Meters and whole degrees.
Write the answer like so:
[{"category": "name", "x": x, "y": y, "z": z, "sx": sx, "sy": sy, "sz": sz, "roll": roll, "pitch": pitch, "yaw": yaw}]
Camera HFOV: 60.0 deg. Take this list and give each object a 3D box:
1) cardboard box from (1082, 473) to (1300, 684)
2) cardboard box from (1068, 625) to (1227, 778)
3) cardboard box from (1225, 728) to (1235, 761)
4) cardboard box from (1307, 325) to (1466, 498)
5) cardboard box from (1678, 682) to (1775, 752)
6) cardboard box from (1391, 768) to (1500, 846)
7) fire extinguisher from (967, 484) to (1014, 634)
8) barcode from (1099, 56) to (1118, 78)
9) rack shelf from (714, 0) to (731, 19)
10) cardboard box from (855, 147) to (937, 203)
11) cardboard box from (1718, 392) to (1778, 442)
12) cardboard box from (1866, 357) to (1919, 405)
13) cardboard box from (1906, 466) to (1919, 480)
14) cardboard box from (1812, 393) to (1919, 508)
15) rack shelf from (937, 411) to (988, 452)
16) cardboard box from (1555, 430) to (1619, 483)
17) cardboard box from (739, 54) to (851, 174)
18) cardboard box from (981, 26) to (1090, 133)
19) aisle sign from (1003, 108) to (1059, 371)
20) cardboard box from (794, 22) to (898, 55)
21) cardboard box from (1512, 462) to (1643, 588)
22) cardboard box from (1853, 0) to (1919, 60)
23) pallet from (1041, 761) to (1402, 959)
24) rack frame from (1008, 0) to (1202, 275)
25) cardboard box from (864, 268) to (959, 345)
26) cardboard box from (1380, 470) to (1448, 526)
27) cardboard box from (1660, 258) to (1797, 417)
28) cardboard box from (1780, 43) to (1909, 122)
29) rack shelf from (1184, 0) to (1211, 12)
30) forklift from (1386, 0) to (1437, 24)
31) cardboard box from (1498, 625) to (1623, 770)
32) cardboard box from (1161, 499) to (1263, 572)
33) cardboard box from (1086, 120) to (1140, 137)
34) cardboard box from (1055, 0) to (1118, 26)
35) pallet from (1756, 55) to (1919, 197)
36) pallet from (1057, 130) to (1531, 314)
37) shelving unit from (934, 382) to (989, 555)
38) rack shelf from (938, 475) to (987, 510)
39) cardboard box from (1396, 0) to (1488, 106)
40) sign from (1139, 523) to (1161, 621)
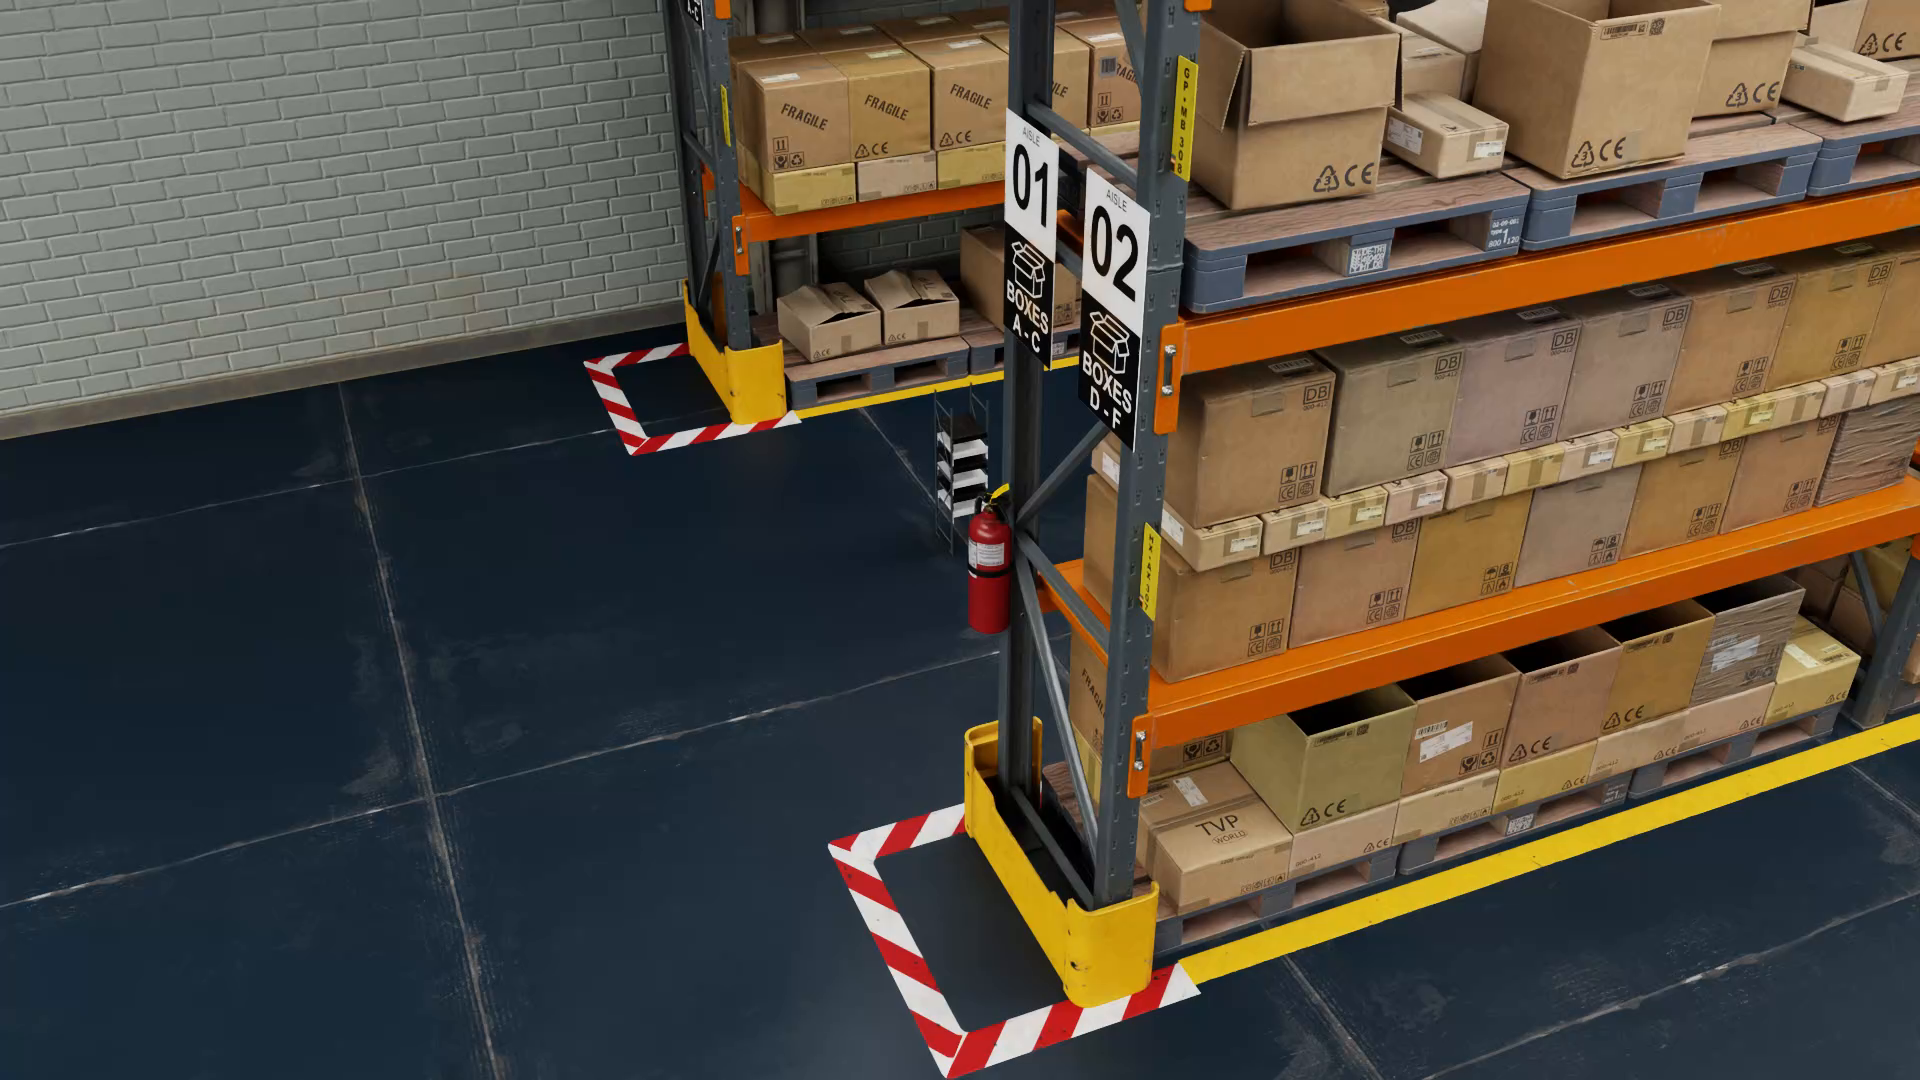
[{"category": "cardboard box", "x": 0.842, "y": 0.086, "z": 6.194, "sx": 0.500, "sy": 0.500, "sz": 0.700, "roll": -13, "pitch": 35, "yaw": -19}, {"category": "cardboard box", "x": 0.785, "y": 0.619, "z": 6.914, "sx": 0.500, "sy": 0.500, "sz": 0.500, "roll": -13, "pitch": 35, "yaw": -19}, {"category": "cardboard box", "x": 1.243, "y": 0.823, "z": 7.288, "sx": 0.500, "sy": 0.250, "sz": 0.500, "roll": -13, "pitch": 35, "yaw": -19}, {"category": "cardboard box", "x": 1.373, "y": -0.583, "z": 6.032, "sx": 0.500, "sy": 0.500, "sz": 0.700, "roll": -14, "pitch": 36, "yaw": -20}, {"category": "cardboard box", "x": 3.287, "y": 0.661, "z": 7.538, "sx": 0.500, "sy": 0.250, "sz": 0.500, "roll": -13, "pitch": 35, "yaw": -19}, {"category": "cardboard box", "x": 1.908, "y": 0.983, "z": 7.044, "sx": 0.500, "sy": 0.250, "sz": 0.500, "roll": -13, "pitch": 35, "yaw": -19}, {"category": "fire extinguisher", "x": 0.117, "y": 0.044, "z": 6.421, "sx": 0.183, "sy": 0.674, "sz": 0.296, "roll": -13, "pitch": 35, "yaw": -19}, {"category": "barcode", "x": 0.498, "y": -1.587, "z": 5.574, "sx": 0.075, "sy": 0.075, "sz": 0.001, "roll": -13, "pitch": 35, "yaw": -19}, {"category": "rack shelf", "x": 0.329, "y": -3.648, "z": 9.933, "sx": 4.000, "sy": 0.370, "sz": 1.077, "roll": -13, "pitch": 35, "yaw": -19}, {"category": "cardboard box", "x": -0.469, "y": -2.276, "z": 10.034, "sx": 0.500, "sy": 0.250, "sz": 0.500, "roll": -14, "pitch": 36, "yaw": -20}, {"category": "cardboard box", "x": 2.988, "y": -0.559, "z": 6.590, "sx": 0.250, "sy": 0.149, "sz": 0.380, "roll": -13, "pitch": 35, "yaw": -19}, {"category": "cardboard box", "x": 3.698, "y": -0.722, "z": 6.840, "sx": 0.250, "sy": 0.149, "sz": 0.380, "roll": -14, "pitch": 35, "yaw": -20}, {"category": "cardboard box", "x": 4.834, "y": -0.226, "z": 8.386, "sx": 0.500, "sy": 0.311, "sz": 0.500, "roll": -12, "pitch": 35, "yaw": -18}, {"category": "cardboard box", "x": 3.688, "y": -0.569, "z": 7.201, "sx": 0.500, "sy": 0.500, "sz": 0.700, "roll": -14, "pitch": 36, "yaw": -20}, {"category": "rack shelf", "x": 0.008, "y": -0.577, "z": 8.796, "sx": 0.200, "sy": 0.077, "sz": 0.258, "roll": -13, "pitch": 35, "yaw": -19}, {"category": "cardboard box", "x": 2.269, "y": -0.392, "z": 6.334, "sx": 0.250, "sy": 0.149, "sz": 0.380, "roll": -13, "pitch": 35, "yaw": -18}, {"category": "cardboard box", "x": -0.958, "y": -2.480, "z": 9.660, "sx": 0.500, "sy": 0.500, "sz": 0.500, "roll": -13, "pitch": 35, "yaw": -19}, {"category": "cardboard box", "x": 0.451, "y": -2.800, "z": 10.152, "sx": 0.500, "sy": 0.500, "sz": 0.500, "roll": -12, "pitch": 35, "yaw": -17}, {"category": "aisle sign", "x": 0.232, "y": -1.003, "z": 5.576, "sx": 0.004, "sy": 0.787, "sz": 0.394, "roll": -13, "pitch": 35, "yaw": -19}, {"category": "cardboard box", "x": -0.695, "y": -2.838, "z": 10.210, "sx": 0.500, "sy": 0.500, "sz": 0.500, "roll": -12, "pitch": 35, "yaw": -18}, {"category": "cardboard box", "x": 2.268, "y": -0.242, "z": 6.698, "sx": 0.500, "sy": 0.500, "sz": 0.700, "roll": -12, "pitch": 35, "yaw": -18}, {"category": "cardboard box", "x": 3.528, "y": -2.184, "z": 6.419, "sx": 0.500, "sy": 0.500, "sz": 0.500, "roll": -10, "pitch": 34, "yaw": -15}, {"category": "pallet", "x": 1.095, "y": 1.206, "z": 7.120, "sx": 1.213, "sy": 0.211, "sz": 1.003, "roll": -13, "pitch": 35, "yaw": -19}, {"category": "rack frame", "x": 0.406, "y": -2.294, "z": 4.443, "sx": 0.127, "sy": 3.000, "sz": 1.000, "roll": -13, "pitch": 35, "yaw": -19}, {"category": "cardboard box", "x": -0.316, "y": -1.549, "z": 10.860, "sx": 0.500, "sy": 0.311, "sz": 0.500, "roll": -10, "pitch": 34, "yaw": -15}, {"category": "cardboard box", "x": 1.558, "y": -0.229, "z": 6.084, "sx": 0.250, "sy": 0.149, "sz": 0.380, "roll": -13, "pitch": 35, "yaw": -20}, {"category": "cardboard box", "x": 2.760, "y": -0.900, "z": 6.520, "sx": 0.500, "sy": 0.500, "sz": 0.700, "roll": -13, "pitch": 35, "yaw": -19}, {"category": "cardboard box", "x": 3.088, "y": -1.619, "z": 5.872, "sx": 0.250, "sy": 0.149, "sz": 0.380, "roll": -13, "pitch": 35, "yaw": -19}, {"category": "rack shelf", "x": 2.250, "y": -2.247, "z": 5.397, "sx": 4.000, "sy": 0.370, "sz": 1.077, "roll": -13, "pitch": 35, "yaw": -19}, {"category": "forklift", "x": 3.034, "y": -1.733, "z": 9.145, "sx": 3.031, "sy": 2.935, "sz": 1.130, "roll": -10, "pitch": 34, "yaw": -16}, {"category": "cardboard box", "x": 2.371, "y": 0.566, "z": 6.997, "sx": 0.500, "sy": 0.500, "sz": 0.500, "roll": -13, "pitch": 35, "yaw": -19}, {"category": "cardboard box", "x": 0.851, "y": -0.068, "z": 5.836, "sx": 0.250, "sy": 0.149, "sz": 0.380, "roll": -13, "pitch": 35, "yaw": -19}, {"category": "cardboard box", "x": 0.933, "y": -2.593, "z": 10.521, "sx": 0.500, "sy": 0.250, "sz": 0.500, "roll": -13, "pitch": 35, "yaw": -19}, {"category": "cardboard box", "x": 0.719, "y": -3.170, "z": 10.722, "sx": 0.500, "sy": 0.500, "sz": 0.500, "roll": -12, "pitch": 35, "yaw": -18}, {"category": "pallet", "x": 3.318, "y": -1.651, "z": 6.286, "sx": 1.213, "sy": 0.211, "sz": 1.003, "roll": -13, "pitch": 35, "yaw": -19}, {"category": "pallet", "x": 1.068, "y": -1.136, "z": 5.495, "sx": 1.213, "sy": 0.211, "sz": 1.003, "roll": -13, "pitch": 35, "yaw": -19}, {"category": "shelving unit", "x": 0.007, "y": -0.379, "z": 8.925, "sx": 0.210, "sy": 0.900, "sz": 0.258, "roll": -13, "pitch": 35, "yaw": -19}, {"category": "rack shelf", "x": 0.007, "y": -0.276, "z": 8.992, "sx": 0.200, "sy": 0.077, "sz": 0.258, "roll": -13, "pitch": 35, "yaw": -19}, {"category": "cardboard box", "x": 1.879, "y": -1.728, "z": 5.891, "sx": 0.500, "sy": 0.311, "sz": 0.500, "roll": -9, "pitch": 34, "yaw": -13}, {"category": "sign", "x": 0.616, "y": 0.104, "z": 5.391, "sx": 0.005, "sy": 0.325, "sz": 0.100, "roll": -13, "pitch": 35, "yaw": -19}]
